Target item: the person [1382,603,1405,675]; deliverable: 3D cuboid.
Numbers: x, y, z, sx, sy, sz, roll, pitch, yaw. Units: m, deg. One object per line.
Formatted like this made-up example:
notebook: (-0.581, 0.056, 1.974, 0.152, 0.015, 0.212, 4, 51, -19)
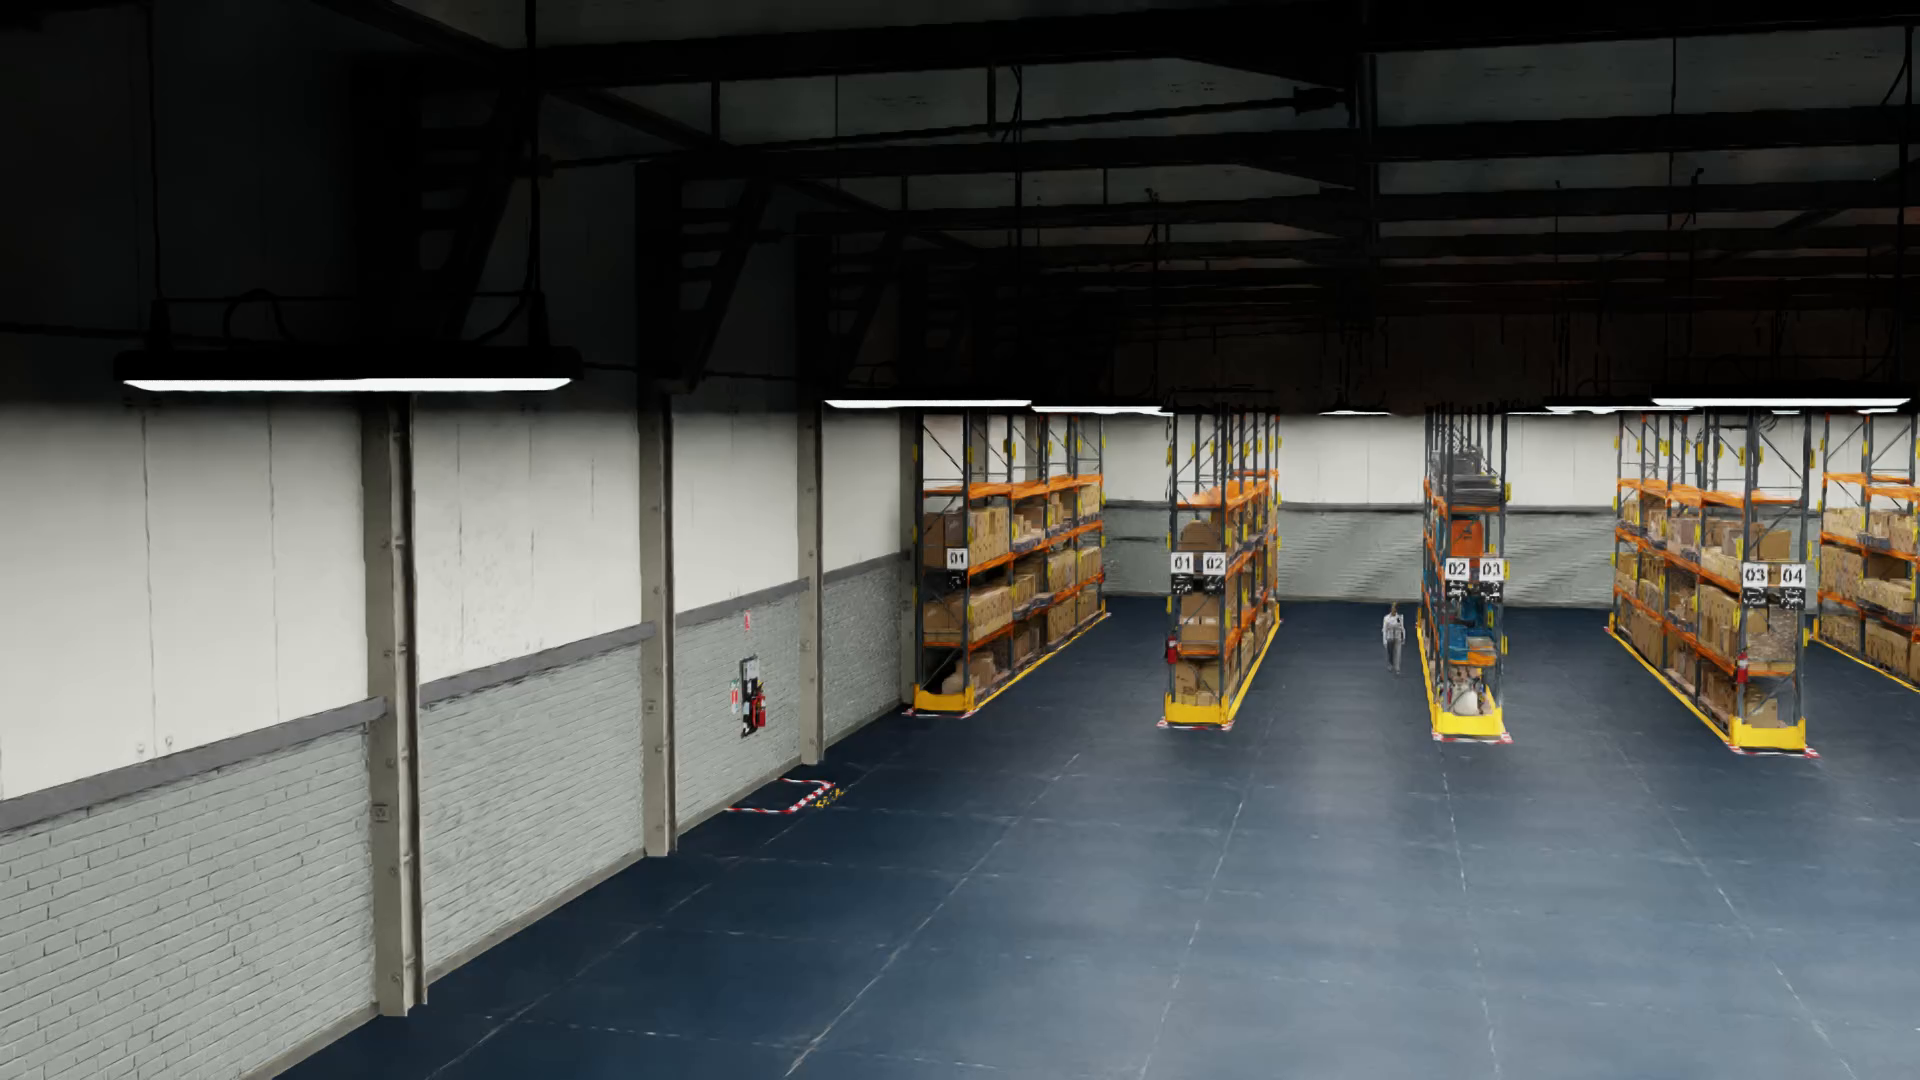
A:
person: (9.661, 2.172, 37.065, 0.495, 1.589, 1.086, 1, 4, 17)
